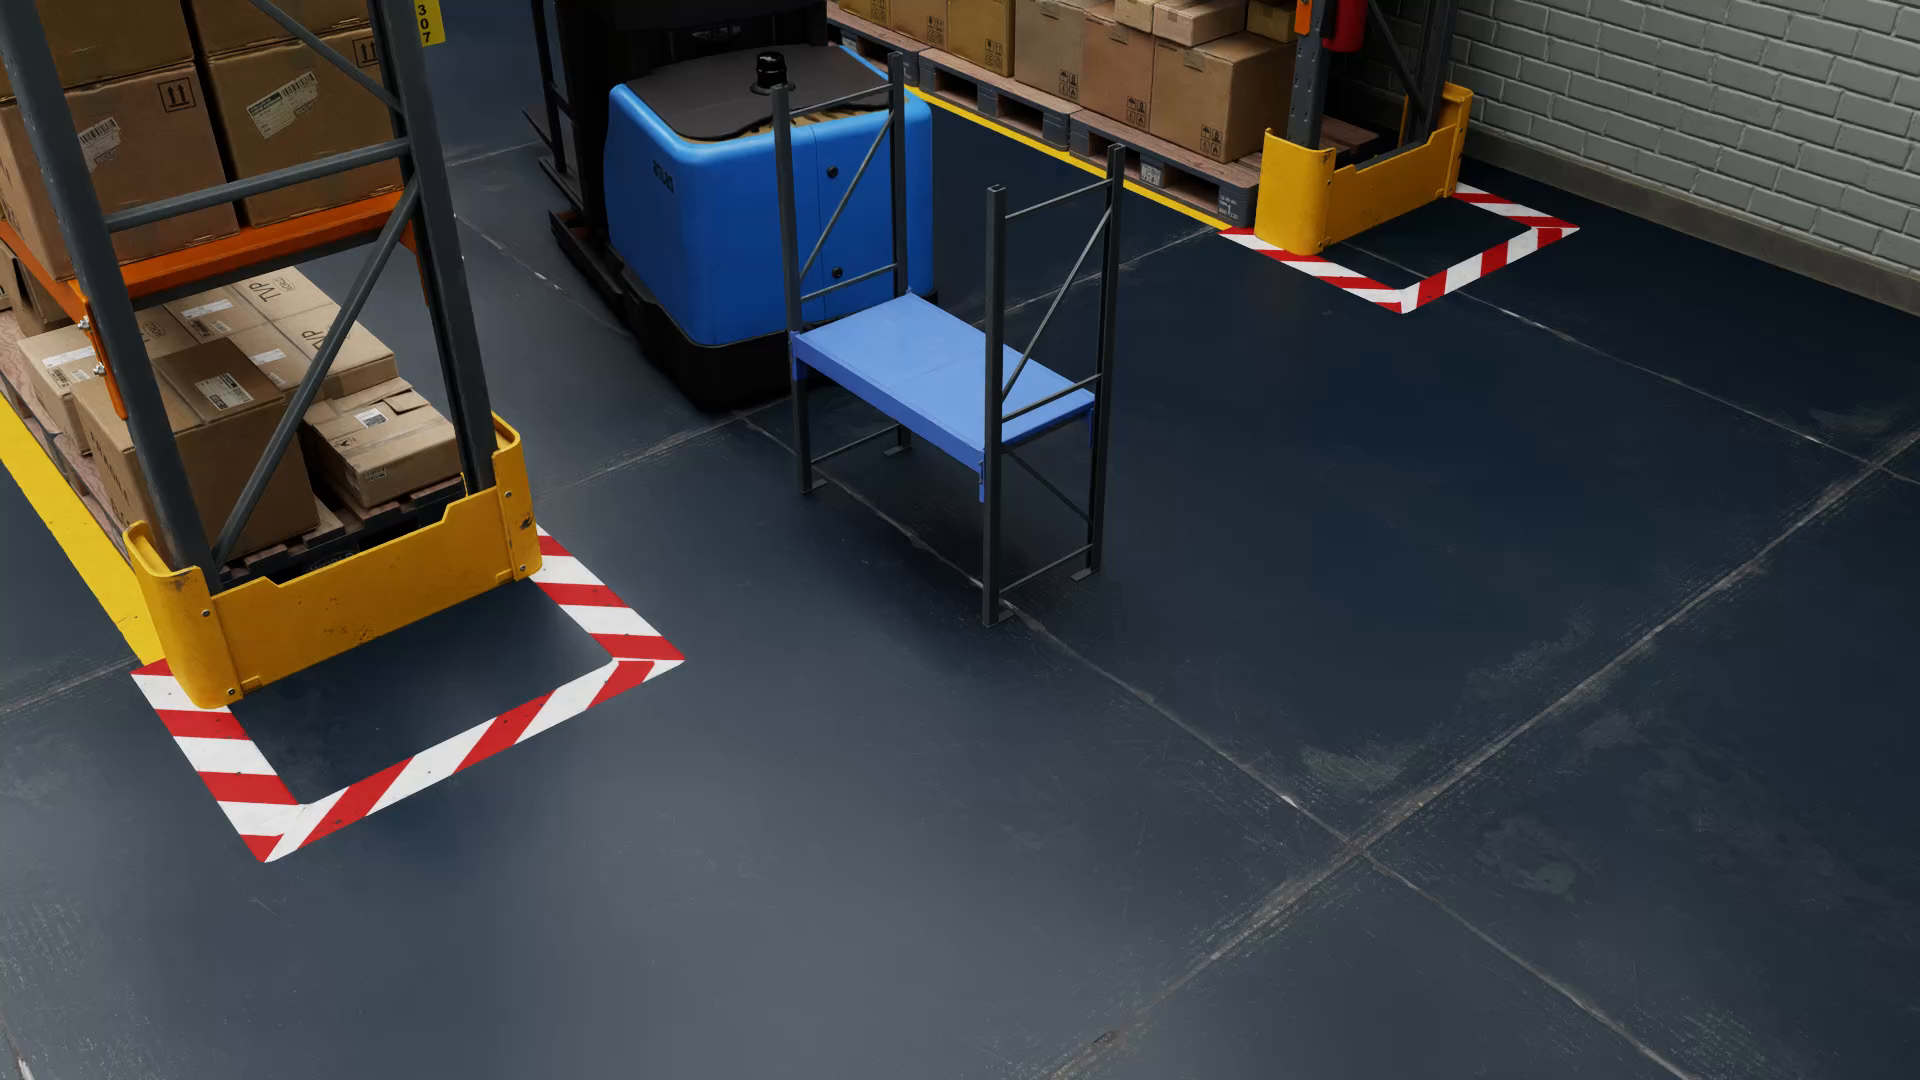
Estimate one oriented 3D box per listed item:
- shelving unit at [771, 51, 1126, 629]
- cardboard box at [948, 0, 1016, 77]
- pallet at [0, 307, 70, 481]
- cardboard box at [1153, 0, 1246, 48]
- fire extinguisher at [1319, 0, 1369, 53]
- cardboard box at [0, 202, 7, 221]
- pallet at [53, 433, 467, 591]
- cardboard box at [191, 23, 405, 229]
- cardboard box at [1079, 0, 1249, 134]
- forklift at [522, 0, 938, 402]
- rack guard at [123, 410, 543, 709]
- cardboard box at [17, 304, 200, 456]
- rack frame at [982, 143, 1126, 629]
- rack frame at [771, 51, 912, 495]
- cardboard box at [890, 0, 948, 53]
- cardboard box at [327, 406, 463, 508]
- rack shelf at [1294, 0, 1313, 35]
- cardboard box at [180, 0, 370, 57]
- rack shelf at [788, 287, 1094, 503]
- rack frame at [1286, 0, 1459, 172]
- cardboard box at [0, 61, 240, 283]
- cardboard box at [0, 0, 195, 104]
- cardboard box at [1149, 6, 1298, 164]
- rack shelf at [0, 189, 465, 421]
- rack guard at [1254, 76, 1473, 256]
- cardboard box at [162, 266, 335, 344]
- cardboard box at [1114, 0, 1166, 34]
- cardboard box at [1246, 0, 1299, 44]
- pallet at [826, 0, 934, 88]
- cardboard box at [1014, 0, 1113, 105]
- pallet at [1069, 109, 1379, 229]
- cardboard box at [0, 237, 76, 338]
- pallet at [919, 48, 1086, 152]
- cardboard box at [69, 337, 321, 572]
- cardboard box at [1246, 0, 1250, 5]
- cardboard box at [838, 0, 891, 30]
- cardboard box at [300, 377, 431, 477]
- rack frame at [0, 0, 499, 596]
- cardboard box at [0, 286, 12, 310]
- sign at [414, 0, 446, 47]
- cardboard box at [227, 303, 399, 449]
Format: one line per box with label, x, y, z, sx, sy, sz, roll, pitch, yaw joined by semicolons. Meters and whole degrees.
shelving unit;-0.055;-0.650;5.370;0.538;1.500;1.048;-26;43;-32
cardboard box;0.361;-2.904;9.055;0.700;0.500;0.500;-25;42;-31
pallet;-3.242;-0.742;6.616;1.003;0.211;1.213;-26;43;-32
cardboard box;1.137;-2.482;7.898;0.380;0.149;0.250;-27;43;-32
fire extinguisher;1.632;-2.383;6.910;0.296;0.674;0.183;-26;43;-32
cardboard box;-2.729;-1.321;4.934;0.500;0.500;0.500;-26;43;-31
pallet;-2.459;-0.204;5.855;1.003;0.211;1.213;-26;43;-32
cardboard box;-1.980;-1.292;4.892;0.500;0.500;0.500;-25;42;-31
cardboard box;1.036;-2.450;8.413;0.700;0.500;0.500;-26;43;-32
forklift;-1.228;-2.557;6.825;1.130;2.935;3.031;-17;39;-23
rack guard;-1.944;0.030;5.275;1.175;0.500;0.348;-26;43;-32
cardboard box;-3.024;-0.593;5.990;0.500;0.250;0.500;-26;43;-32
rack frame;0.273;-0.425;5.053;0.500;1.500;0.032;-26;43;-32
rack frame;-0.383;-0.874;5.687;0.500;1.500;0.032;-26;43;-32
cardboard box;0.032;-3.132;9.376;0.700;0.500;0.500;-26;43;-32
cardboard box;-1.903;-0.286;5.644;0.380;0.149;0.250;-26;43;-32
rack shelf;0.596;-3.395;8.571;1.077;0.370;4.000;-26;43;-32
cardboard box;-1.980;-1.700;4.603;0.500;0.500;0.500;-25;42;-30
rack shelf;-0.055;-0.503;5.474;0.538;0.185;1.000;-26;43;-32
rack frame;1.887;-2.806;7.117;1.000;3.000;0.127;-26;43;-32
cardboard box;-2.392;-1.094;4.612;0.500;0.500;0.500;-25;42;-30
cardboard box;-2.392;-1.499;4.320;0.500;0.500;0.500;-26;43;-32
cardboard box;1.359;-2.229;8.101;0.700;0.500;0.500;-26;43;-32
rack shelf;-3.185;-1.546;5.960;1.077;0.370;4.000;-26;43;-32
rack guard;1.902;-1.775;7.824;1.175;0.500;0.348;-26;43;-32
cardboard box;-2.674;-0.802;6.285;0.500;0.250;0.500;-26;43;-32
cardboard box;0.971;-2.595;8.057;0.380;0.149;0.250;-25;42;-31
cardboard box;1.592;-2.513;7.941;0.380;0.149;0.250;-26;43;-31
pallet;-0.263;-3.069;9.901;1.003;0.211;1.213;-26;43;-32
cardboard box;0.711;-2.672;8.726;0.700;0.500;0.500;-28;44;-33
pallet;1.311;-1.992;8.380;1.003;0.211;1.213;-26;43;-32
cardboard box;-3.260;-1.056;6.425;0.797;0.503;0.637;-26;43;-32
pallet;0.528;-2.530;9.140;1.003;0.211;1.213;-26;43;-32
cardboard box;-2.434;-0.264;5.310;0.500;0.500;0.500;-26;43;-32
cardboard box;1.265;-2.736;8.257;0.380;0.149;0.250;-26;43;-32
cardboard box;-0.290;-3.355;9.691;0.700;0.500;0.500;-25;43;-31
cardboard box;-2.064;-0.403;5.795;0.380;0.166;0.250;-26;43;-32
rack frame;-1.895;-0.957;4.506;1.000;3.000;0.127;-26;43;-32
cardboard box;-3.805;-1.102;6.781;0.380;0.166;0.250;-26;43;-32
sign;-1.480;-1.512;4.541;0.100;0.325;0.005;-26;43;-32
cardboard box;-2.352;-0.581;5.973;0.500;0.250;0.500;-26;43;-32
